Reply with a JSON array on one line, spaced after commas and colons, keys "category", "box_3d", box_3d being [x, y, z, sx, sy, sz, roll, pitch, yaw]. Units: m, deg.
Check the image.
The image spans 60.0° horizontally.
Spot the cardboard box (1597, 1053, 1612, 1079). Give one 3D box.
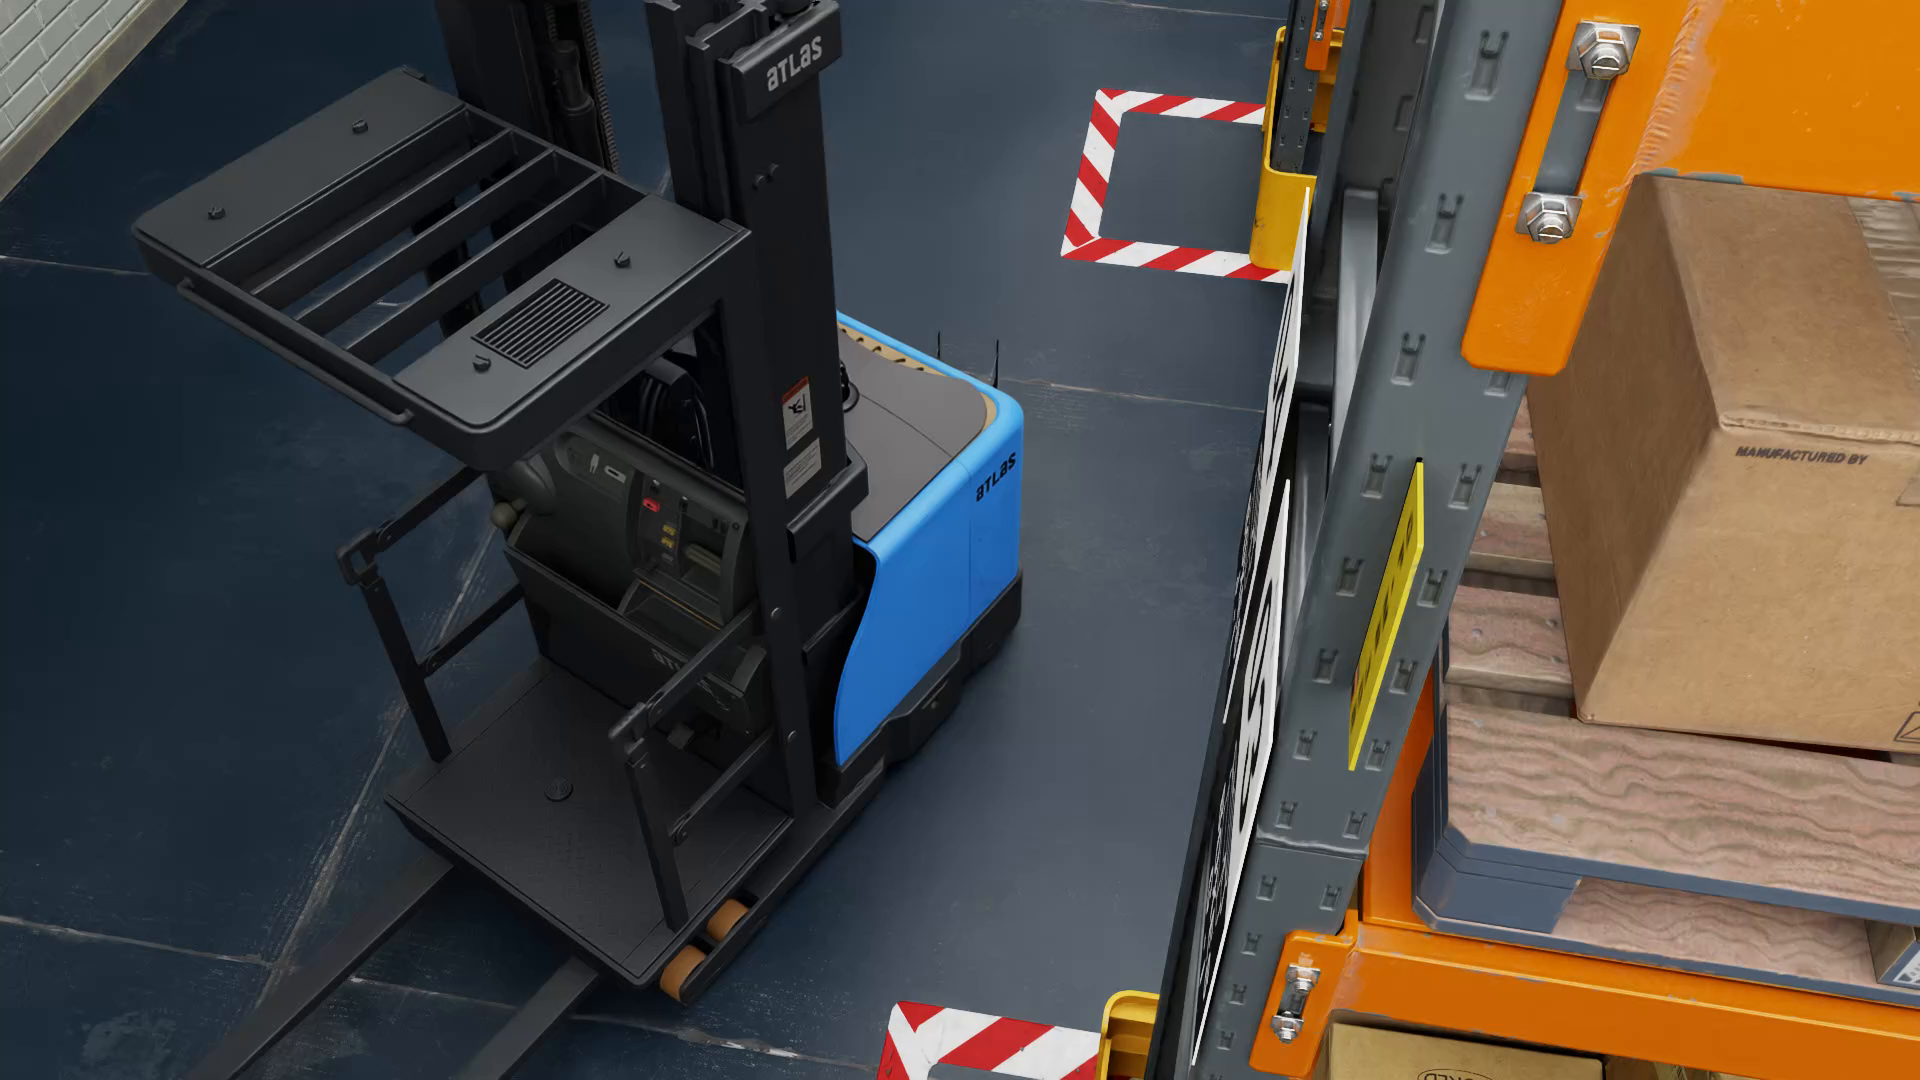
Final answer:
[{"category": "cardboard box", "box_3d": [1.511, 0.881, 3.343, 0.500, 0.250, 0.500, 7, 48, 6]}]

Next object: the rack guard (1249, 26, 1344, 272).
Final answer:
[{"category": "rack guard", "box_3d": [1.545, -1.779, 7.512, 0.348, 0.500, 1.175, 8, 49, 7]}]

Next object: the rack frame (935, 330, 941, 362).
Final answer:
[{"category": "rack frame", "box_3d": [-0.093, -0.329, 5.941, 0.006, 0.900, 0.240, 9, 49, 8]}]

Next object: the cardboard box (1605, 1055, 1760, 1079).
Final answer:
[{"category": "cardboard box", "box_3d": [1.405, 1.020, 2.713, 0.500, 0.500, 0.500, 7, 48, 6]}]

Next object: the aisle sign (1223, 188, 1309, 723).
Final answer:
[{"category": "aisle sign", "box_3d": [0.471, -0.105, 2.580, 0.004, 0.787, 0.394, 8, 49, 7]}]

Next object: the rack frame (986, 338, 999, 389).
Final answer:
[{"category": "rack frame", "box_3d": [0.106, -0.298, 5.913, 0.006, 0.900, 0.240, 9, 49, 8]}]

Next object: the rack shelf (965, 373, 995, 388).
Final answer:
[{"category": "rack shelf", "box_3d": [0.006, -0.472, 5.751, 0.200, 0.077, 0.258, 9, 49, 8]}]

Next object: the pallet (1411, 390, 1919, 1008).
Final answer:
[{"category": "pallet", "box_3d": [1.220, 0.111, 2.177, 1.213, 0.211, 1.003, 8, 49, 7]}]

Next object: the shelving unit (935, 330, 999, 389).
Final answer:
[{"category": "shelving unit", "box_3d": [0.006, -0.314, 5.927, 0.210, 0.900, 0.258, 9, 49, 8]}]

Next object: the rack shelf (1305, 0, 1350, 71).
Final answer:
[{"category": "rack shelf", "box_3d": [3.438, -2.119, 6.621, 4.000, 0.370, 1.077, 8, 49, 7]}]

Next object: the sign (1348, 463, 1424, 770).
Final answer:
[{"category": "sign", "box_3d": [0.384, 0.077, 1.507, 0.005, 0.325, 0.100, 8, 49, 7]}]

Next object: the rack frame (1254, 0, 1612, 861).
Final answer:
[{"category": "rack frame", "box_3d": [0.488, -1.012, 1.110, 0.127, 3.000, 1.000, 8, 49, 7]}]

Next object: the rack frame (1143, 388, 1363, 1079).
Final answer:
[{"category": "rack frame", "box_3d": [0.488, 0.993, 3.341, 0.127, 3.000, 1.000, 8, 49, 7]}]

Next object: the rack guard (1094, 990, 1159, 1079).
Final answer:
[{"category": "rack guard", "box_3d": [0.465, 1.825, 4.274, 0.348, 0.500, 1.175, 8, 49, 7]}]

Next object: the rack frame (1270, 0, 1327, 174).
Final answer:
[{"category": "rack frame", "box_3d": [1.470, -2.624, 6.591, 0.127, 3.000, 1.000, 8, 49, 7]}]

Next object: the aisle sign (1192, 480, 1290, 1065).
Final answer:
[{"category": "aisle sign", "box_3d": [0.364, 0.334, 2.185, 0.004, 0.787, 0.394, 8, 49, 7]}]

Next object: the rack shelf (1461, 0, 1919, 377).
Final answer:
[{"category": "rack shelf", "box_3d": [2.456, -0.373, 1.288, 4.000, 0.370, 1.077, 8, 49, 7]}]

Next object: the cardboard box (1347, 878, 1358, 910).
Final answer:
[{"category": "cardboard box", "box_3d": [1.014, 0.565, 3.122, 0.500, 0.500, 0.500, 8, 49, 7]}]

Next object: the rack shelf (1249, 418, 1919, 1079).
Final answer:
[{"category": "rack shelf", "box_3d": [2.456, 0.495, 2.255, 4.000, 0.370, 1.077, 8, 49, 7]}]

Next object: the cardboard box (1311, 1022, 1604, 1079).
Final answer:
[{"category": "cardboard box", "box_3d": [0.913, 1.205, 3.052, 0.500, 0.250, 0.500, 7, 48, 6]}]

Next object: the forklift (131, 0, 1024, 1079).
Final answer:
[{"category": "forklift", "box_3d": [-1.055, -0.013, 4.291, 1.130, 2.935, 3.031, 28, 54, 23]}]

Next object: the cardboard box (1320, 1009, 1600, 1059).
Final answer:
[{"category": "cardboard box", "box_3d": [1.012, 0.814, 3.403, 0.500, 0.250, 0.500, 7, 48, 6]}]

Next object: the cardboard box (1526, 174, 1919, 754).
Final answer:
[{"category": "cardboard box", "box_3d": [1.009, -0.187, 1.968, 0.500, 0.500, 0.700, 5, 48, 5]}]

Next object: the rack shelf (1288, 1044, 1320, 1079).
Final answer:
[{"category": "rack shelf", "box_3d": [2.456, 1.498, 3.371, 4.000, 0.370, 1.077, 8, 49, 7]}]
